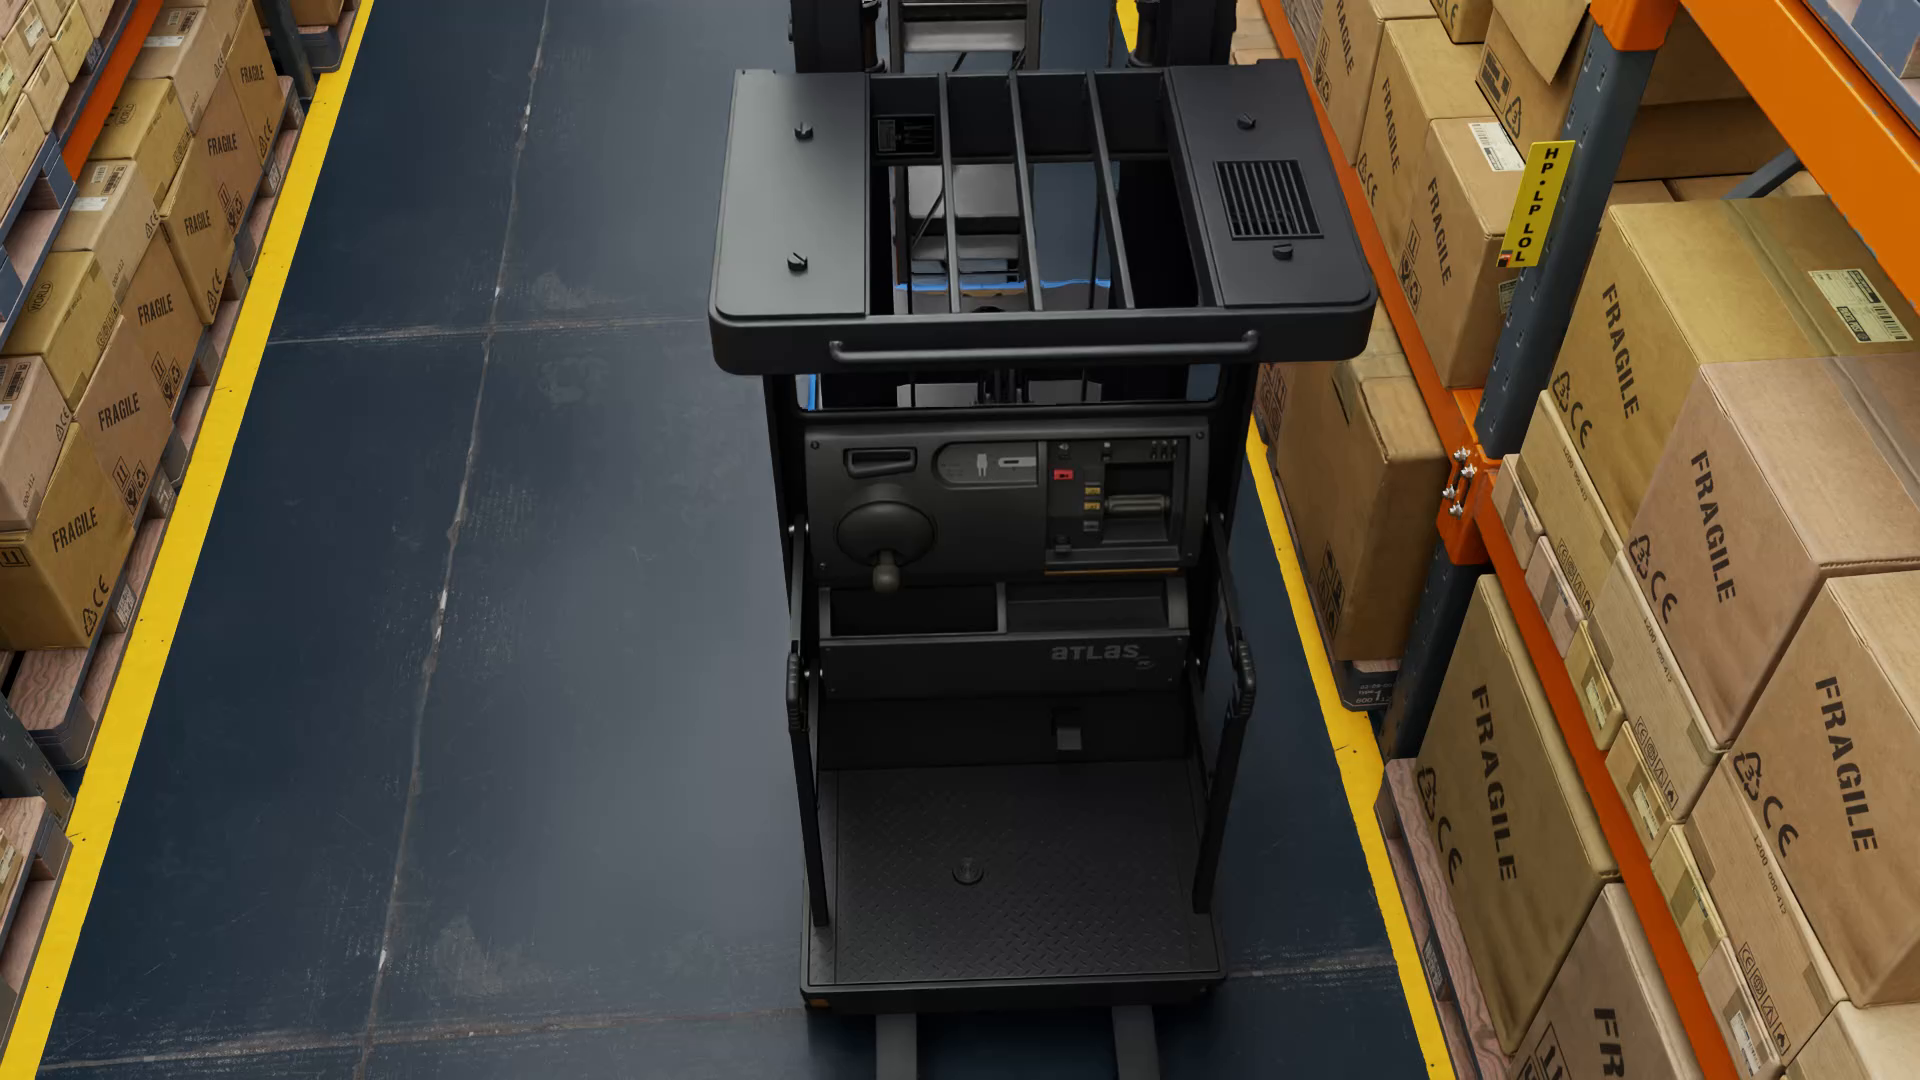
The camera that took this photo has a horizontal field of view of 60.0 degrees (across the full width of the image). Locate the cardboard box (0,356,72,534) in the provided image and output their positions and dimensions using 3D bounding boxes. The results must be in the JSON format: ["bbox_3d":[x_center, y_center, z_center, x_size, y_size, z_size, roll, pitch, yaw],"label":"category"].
[{"bbox_3d":[-2.952,-0.263,4.849,0.500,0.250,0.500,-5,47,-5],"label":"cardboard box"}]

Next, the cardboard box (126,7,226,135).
[{"bbox_3d":[-3.116,-1.763,6.270,0.500,0.250,0.500,-3,47,-3],"label":"cardboard box"}]

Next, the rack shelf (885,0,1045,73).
[{"bbox_3d":[0.004,-1.461,4.742,0.431,0.518,0.480,-2,47,-2],"label":"rack shelf"}]

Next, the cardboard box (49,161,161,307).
[{"bbox_3d":[-3.037,-1.018,5.564,0.500,0.250,0.500,-2,47,-2],"label":"cardboard box"}]

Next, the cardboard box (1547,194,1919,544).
[{"bbox_3d":[1.583,-0.345,3.392,0.500,0.500,0.500,-3,47,-3],"label":"cardboard box"}]

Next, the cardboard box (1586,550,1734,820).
[{"bbox_3d":[1.613,0.267,3.329,0.500,0.250,0.500,-4,47,-3],"label":"cardboard box"}]

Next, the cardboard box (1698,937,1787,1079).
[{"bbox_3d":[1.600,0.860,3.042,0.380,0.149,0.250,-3,47,-3],"label":"cardboard box"}]

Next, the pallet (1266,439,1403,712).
[{"bbox_3d":[1.658,0.007,5.598,1.003,0.211,1.213,-3,47,-3],"label":"pallet"}]

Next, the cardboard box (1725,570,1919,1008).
[{"bbox_3d":[1.665,0.388,2.698,0.500,0.500,0.500,-5,47,-5],"label":"cardboard box"}]

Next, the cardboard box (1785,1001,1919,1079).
[{"bbox_3d":[1.695,0.999,2.636,0.500,0.250,0.500,-3,47,-3],"label":"cardboard box"}]

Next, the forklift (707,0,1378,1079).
[{"bbox_3d":[0.121,0.016,3.717,1.130,2.935,3.031,-2,47,-2],"label":"forklift"}]

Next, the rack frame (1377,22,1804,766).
[{"bbox_3d":[1.798,-0.398,4.061,1.000,3.000,0.127,-3,47,-3],"label":"rack frame"}]

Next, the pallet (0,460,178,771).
[{"bbox_3d":[-3.220,0.226,5.391,1.003,0.211,1.213,-3,47,-3],"label":"pallet"}]

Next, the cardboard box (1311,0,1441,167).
[{"bbox_3d":[1.402,-1.490,5.027,0.500,0.500,0.500,-4,47,-4],"label":"cardboard box"}]

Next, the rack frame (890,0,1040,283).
[{"bbox_3d":[0.013,-0.812,5.073,0.400,2.100,0.015,-2,47,-2],"label":"rack frame"}]

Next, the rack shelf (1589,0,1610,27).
[{"bbox_3d":[1.631,-2.629,4.604,1.077,0.370,4.000,-3,47,-3],"label":"rack shelf"}]

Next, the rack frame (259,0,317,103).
[{"bbox_3d":[-3.488,-3.064,6.586,1.000,3.000,0.127,-3,47,-3],"label":"rack frame"}]

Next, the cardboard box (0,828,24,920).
[{"bbox_3d":[-2.781,0.929,4.478,0.380,0.149,0.250,-3,47,-3],"label":"cardboard box"}]

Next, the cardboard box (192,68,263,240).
[{"bbox_3d":[-3.133,-1.512,6.549,0.500,0.500,0.500,-2,47,-2],"label":"cardboard box"}]

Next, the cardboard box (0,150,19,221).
[{"bbox_3d":[-2.774,-0.922,4.441,0.380,0.149,0.250,-3,47,-3],"label":"cardboard box"}]

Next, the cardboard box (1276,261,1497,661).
[{"bbox_3d":[1.725,-0.274,5.117,1.225,0.875,0.875,-3,47,-3],"label":"cardboard box"}]

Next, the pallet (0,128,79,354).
[{"bbox_3d":[-3.072,-0.666,4.447,1.003,0.211,1.213,-3,47,-3],"label":"pallet"}]

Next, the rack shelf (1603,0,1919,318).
[{"bbox_3d":[1.965,0.265,1.863,1.077,0.370,4.000,-3,47,-3],"label":"rack shelf"}]

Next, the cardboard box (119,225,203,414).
[{"bbox_3d":[-3.054,-0.766,5.842,0.500,0.500,0.500,-3,47,-3],"label":"cardboard box"}]

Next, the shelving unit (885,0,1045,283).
[{"bbox_3d":[0.004,-0.989,5.240,0.431,2.100,0.503,-2,47,-2],"label":"shelving unit"}]

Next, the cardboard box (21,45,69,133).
[{"bbox_3d":[-2.815,-1.288,4.788,0.380,0.149,0.250,-5,47,-5],"label":"cardboard box"}]

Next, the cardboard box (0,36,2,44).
[{"bbox_3d":[-2.794,-1.313,4.402,0.380,0.149,0.250,-4,47,-4],"label":"cardboard box"}]

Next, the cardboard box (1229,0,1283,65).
[{"bbox_3d":[1.567,-1.560,6.336,1.225,0.875,0.875,-3,47,-3],"label":"cardboard box"}]

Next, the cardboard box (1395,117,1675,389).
[{"bbox_3d":[1.487,-0.754,4.329,0.500,0.500,0.500,-3,47,-3],"label":"cardboard box"}]

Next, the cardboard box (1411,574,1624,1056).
[{"bbox_3d":[1.774,0.671,4.223,0.875,0.875,0.875,-3,47,-3],"label":"cardboard box"}]

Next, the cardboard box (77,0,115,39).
[{"bbox_3d":[-2.860,-1.668,5.147,0.380,0.149,0.250,-5,47,-5],"label":"cardboard box"}]

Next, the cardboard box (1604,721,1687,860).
[{"bbox_3d":[1.560,0.493,3.390,0.380,0.149,0.250,-5,47,-4],"label":"cardboard box"}]

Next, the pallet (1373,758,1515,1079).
[{"bbox_3d":[1.784,1.116,4.548,1.003,0.211,1.213,-3,47,-3],"label":"pallet"}]

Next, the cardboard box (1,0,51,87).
[{"bbox_3d":[-2.820,-1.400,4.689,0.380,0.149,0.250,-2,47,-2],"label":"cardboard box"}]

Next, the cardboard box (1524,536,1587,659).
[{"bbox_3d":[1.513,0.113,3.750,0.380,0.149,0.250,-5,47,-5],"label":"cardboard box"}]

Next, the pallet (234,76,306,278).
[{"bbox_3d":[-3.424,-1.539,7.063,1.003,0.211,1.213,-3,47,-3],"label":"pallet"}]

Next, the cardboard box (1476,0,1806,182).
[{"bbox_3d":[1.736,-1.239,4.098,0.797,0.503,0.637,-5,47,-4],"label":"cardboard box"}]

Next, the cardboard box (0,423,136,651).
[{"bbox_3d":[-2.951,-0.005,5.121,0.500,0.500,0.500,-2,47,-2],"label":"cardboard box"}]
